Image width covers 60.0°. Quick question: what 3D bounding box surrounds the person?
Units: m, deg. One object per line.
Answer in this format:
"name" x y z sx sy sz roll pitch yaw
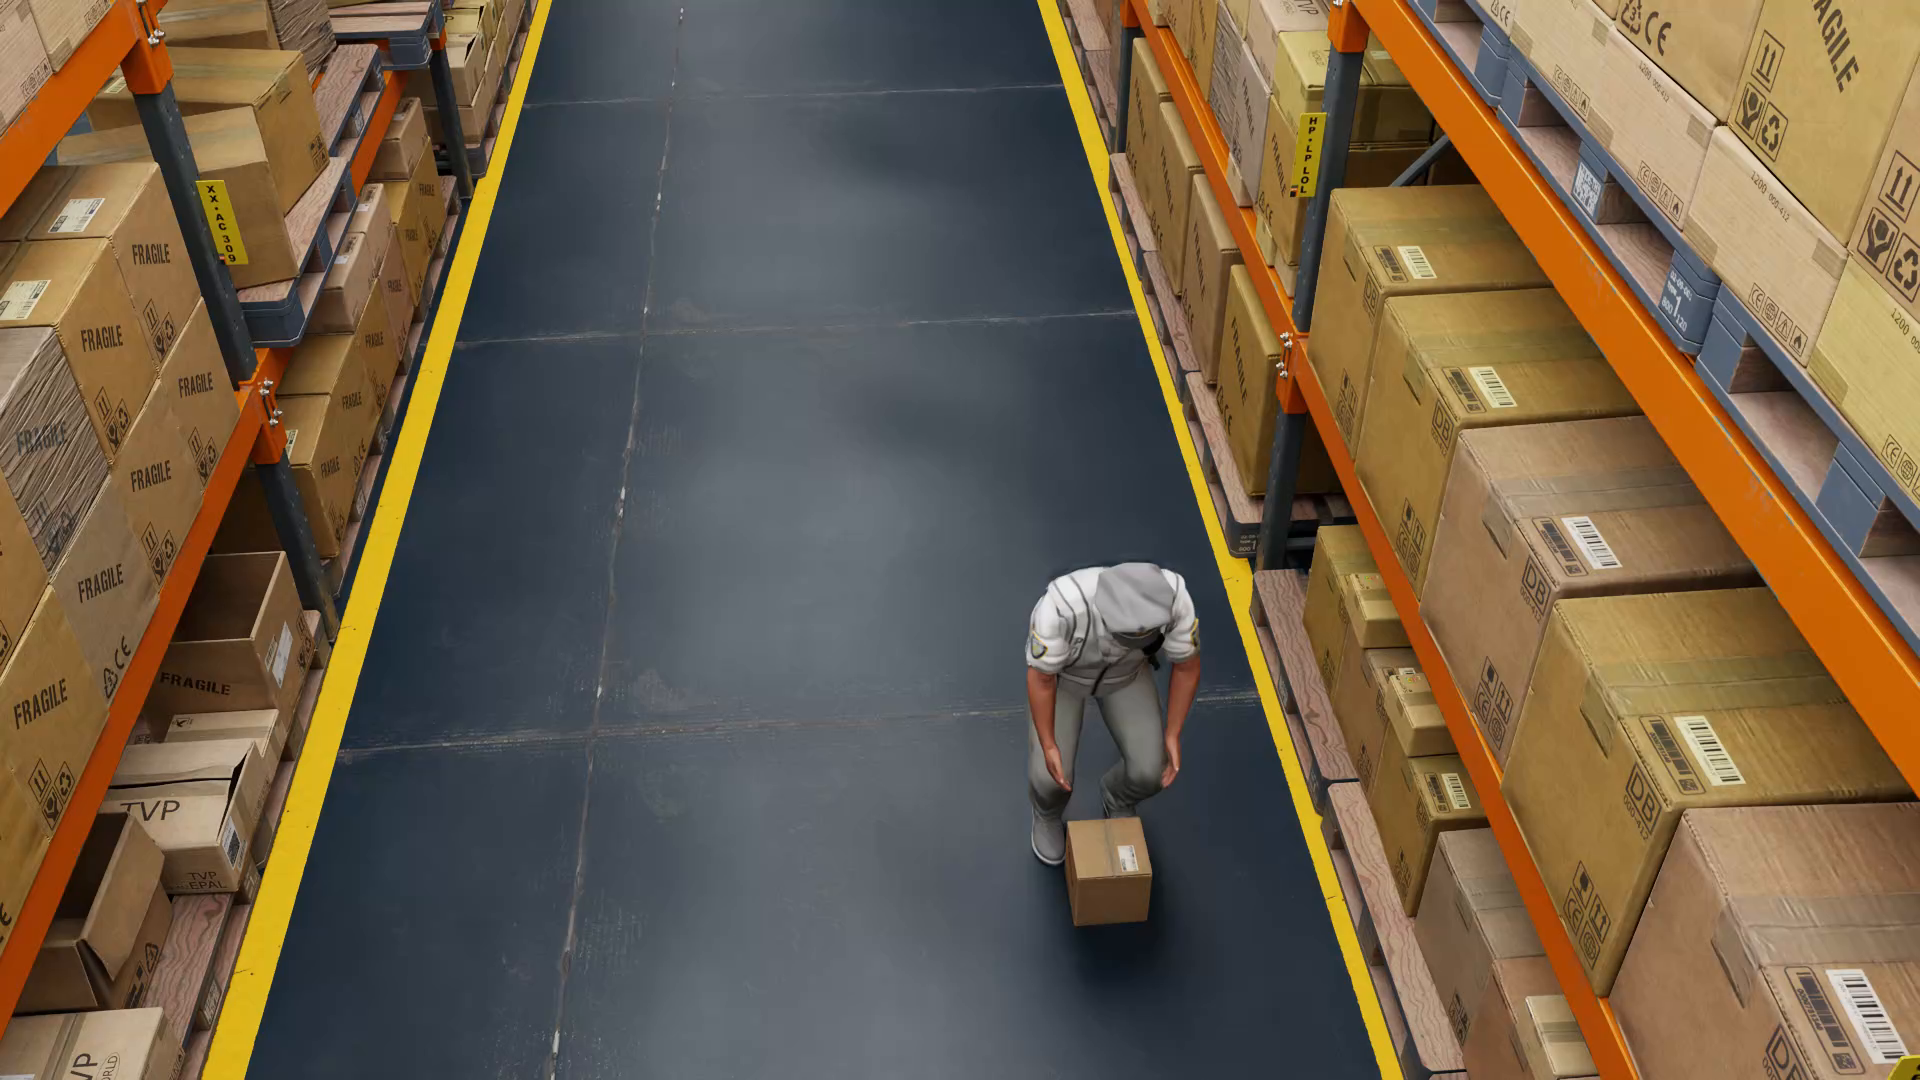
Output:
"person" 0.507 0.535 5.718 0.590 1.469 0.771 -3 39 -4
